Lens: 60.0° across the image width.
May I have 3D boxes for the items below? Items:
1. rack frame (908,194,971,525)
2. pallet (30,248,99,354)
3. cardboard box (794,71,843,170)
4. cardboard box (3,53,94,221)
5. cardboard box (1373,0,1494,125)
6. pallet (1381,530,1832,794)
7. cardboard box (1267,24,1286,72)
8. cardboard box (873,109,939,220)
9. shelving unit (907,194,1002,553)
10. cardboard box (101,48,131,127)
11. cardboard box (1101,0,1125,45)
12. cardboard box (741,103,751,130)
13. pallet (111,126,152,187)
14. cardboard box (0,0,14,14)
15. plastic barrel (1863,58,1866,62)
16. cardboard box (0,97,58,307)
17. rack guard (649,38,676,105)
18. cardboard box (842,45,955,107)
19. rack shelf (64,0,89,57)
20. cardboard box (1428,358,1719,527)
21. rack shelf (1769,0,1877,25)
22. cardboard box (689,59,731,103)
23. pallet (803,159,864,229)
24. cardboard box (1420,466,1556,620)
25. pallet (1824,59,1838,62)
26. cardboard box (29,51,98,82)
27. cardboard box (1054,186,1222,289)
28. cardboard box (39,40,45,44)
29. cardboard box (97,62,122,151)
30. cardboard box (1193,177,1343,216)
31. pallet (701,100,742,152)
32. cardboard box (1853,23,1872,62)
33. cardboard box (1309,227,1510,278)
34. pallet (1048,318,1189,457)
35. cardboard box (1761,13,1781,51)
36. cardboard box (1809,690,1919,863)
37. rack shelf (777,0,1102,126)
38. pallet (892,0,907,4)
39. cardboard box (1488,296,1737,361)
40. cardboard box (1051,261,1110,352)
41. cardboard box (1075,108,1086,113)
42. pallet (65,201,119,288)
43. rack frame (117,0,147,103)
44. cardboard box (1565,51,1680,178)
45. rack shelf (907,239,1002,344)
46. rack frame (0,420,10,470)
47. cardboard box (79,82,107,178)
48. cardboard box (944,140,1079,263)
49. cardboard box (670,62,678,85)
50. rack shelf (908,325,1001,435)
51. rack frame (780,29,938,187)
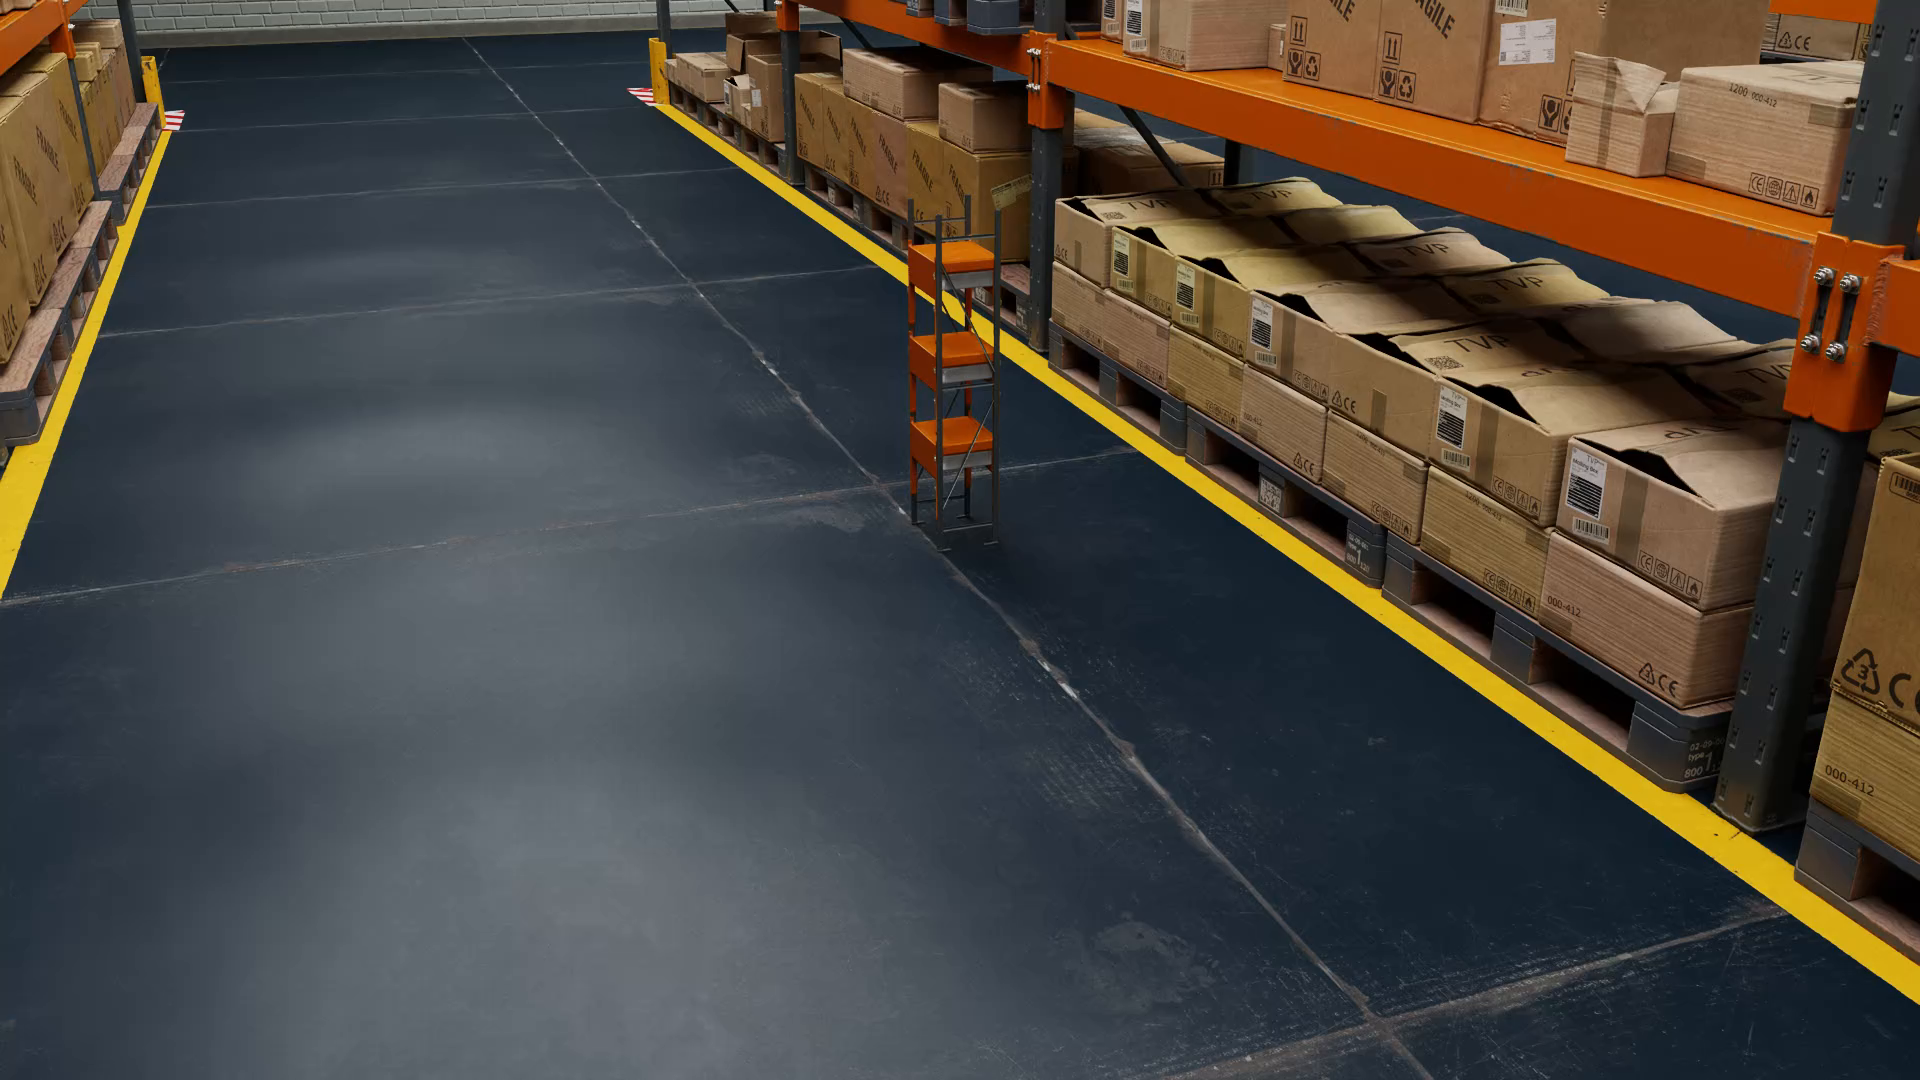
[{"bbox_3d":[-0.062,-0.548,5.197,0.200,1.050,0.008,-8,24,-19],"label":"rack frame"},{"bbox_3d":[-4.482,-1.040,7.446,1.003,0.211,1.213,-8,24,-19],"label":"pallet"},{"bbox_3d":[-0.684,-2.562,10.118,0.500,0.500,0.500,-9,25,-21],"label":"cardboard box"},{"bbox_3d":[-4.908,-2.024,8.417,0.750,0.750,0.750,-8,24,-18],"label":"cardboard box"},{"bbox_3d":[1.581,-1.514,4.852,0.500,0.500,0.500,-8,24,-19],"label":"cardboard box"},{"bbox_3d":[1.903,0.209,4.482,1.003,0.211,1.213,-8,24,-19],"label":"pallet"},{"bbox_3d":[1.290,-1.695,5.734,0.380,0.149,0.250,-7,24,-15],"label":"cardboard box"},{"bbox_3d":[-0.137,-2.003,8.793,0.500,0.500,0.500,-9,25,-21],"label":"cardboard box"},{"bbox_3d":[-0.019,-0.503,5.092,0.215,1.050,0.252,-8,24,-19],"label":"shelving unit"},{"bbox_3d":[-6.155,-3.112,11.449,0.700,0.500,0.500,-8,24,-19],"label":"cardboard box"},{"bbox_3d":[0.874,-2.088,6.456,0.500,0.311,0.500,-7,24,-16],"label":"cardboard box"},{"bbox_3d":[-1.282,-2.905,11.385,0.380,0.149,0.250,-8,24,-19],"label":"cardboard box"},{"bbox_3d":[-5.890,-2.485,10.875,1.003,0.211,1.213,-8,24,-19],"label":"pallet"},{"bbox_3d":[-4.542,-2.474,7.556,0.380,0.149,0.250,-8,24,-19],"label":"cardboard box"},{"bbox_3d":[5.233,-2.314,9.132,0.600,0.830,0.708,-8,24,-19],"label":"plastic barrel"},{"bbox_3d":[-4.287,-1.393,6.920,0.750,0.750,0.750,-8,24,-19],"label":"cardboard box"},{"bbox_3d":[-2.013,-3.994,14.083,1.175,0.500,0.348,-8,24,-19],"label":"rack guard"},{"bbox_3d":[-0.330,-2.544,9.111,0.500,0.250,0.500,-8,24,-19],"label":"cardboard box"},{"bbox_3d":[-5.966,-3.434,10.463,1.077,0.370,4.000,-8,24,-19],"label":"rack shelf"},{"bbox_3d":[1.599,-0.294,4.364,0.500,0.311,0.500,-8,24,-18],"label":"cardboard box"},{"bbox_3d":[4.715,-3.340,10.239,1.077,0.370,4.000,-8,24,-19],"label":"rack shelf"},{"bbox_3d":[-1.760,-3.510,12.688,0.500,0.250,0.500,-8,24,-19],"label":"cardboard box"},{"bbox_3d":[-0.304,-2.145,10.067,1.003,0.211,1.213,-8,24,-19],"label":"pallet"},{"bbox_3d":[1.605,-0.035,4.470,0.500,0.250,0.500,-9,24,-20],"label":"cardboard box"},{"bbox_3d":[8.447,-4.080,14.659,1.003,0.211,1.213,-8,24,-19],"label":"pallet"},{"bbox_3d":[-5.378,-2.815,9.910,0.380,0.149,0.250,-8,24,-17],"label":"cardboard box"},{"bbox_3d":[0.697,-1.221,6.563,0.500,0.311,0.500,-7,24,-17],"label":"cardboard box"},{"bbox_3d":[-6.113,-3.150,10.704,0.380,0.149,0.250,-8,24,-18],"label":"cardboard box"},{"bbox_3d":[-5.781,-2.736,10.558,0.700,0.500,0.500,-8,24,-18],"label":"cardboard box"},{"bbox_3d":[1.202,-1.295,6.739,0.500,0.311,0.500,-8,24,-18],"label":"cardboard box"},{"bbox_3d":[-1.303,-3.129,12.402,1.003,0.211,1.213,-8,24,-19],"label":"pallet"},{"bbox_3d":[8.484,-4.543,14.362,0.875,0.875,0.875,-8,24,-19],"label":"cardboard box"},{"bbox_3d":[1.567,-0.924,5.857,0.500,0.311,0.500,-9,24,-19],"label":"cardboard box"},{"bbox_3d":[1.041,-0.677,6.586,1.003,0.211,1.213,-8,24,-19],"label":"pallet"},{"bbox_3d":[7.852,-5.194,15.905,0.875,0.875,0.875,-8,24,-19],"label":"cardboard box"},{"bbox_3d":[2.080,0.470,3.272,0.500,0.250,0.500,-8,24,-19],"label":"cardboard box"},{"bbox_3d":[0.080,-2.662,8.630,1.077,0.370,4.000,-8,24,-19],"label":"rack shelf"},{"bbox_3d":[0.095,-2.884,8.479,1.003,0.211,1.213,-8,24,-19],"label":"pallet"},{"bbox_3d":[1.931,-0.553,4.978,0.500,0.311,0.500,-9,25,-21],"label":"cardboard box"},{"bbox_3d":[0.697,-0.963,6.672,0.500,0.250,0.500,-8,24,-19],"label":"cardboard box"},{"bbox_3d":[0.341,-2.084,8.984,0.500,0.500,0.500,-9,25,-21],"label":"cardboard box"},{"bbox_3d":[-4.916,-1.484,8.500,1.003,0.211,1.213,-8,24,-19],"label":"pallet"},{"bbox_3d":[-6.673,-4.493,12.047,1.000,3.000,0.127,-8,24,-19],"label":"rack frame"},{"bbox_3d":[1.717,-1.046,4.042,0.396,0.266,0.258,-9,24,-20],"label":"cardboard box"},{"bbox_3d":[-0.019,-0.755,4.986,0.215,0.259,0.240,-8,24,-19],"label":"rack shelf"},{"bbox_3d":[-3.846,-1.586,5.151,1.000,3.000,0.127,-8,24,-19],"label":"rack frame"},{"bbox_3d":[-5.428,-2.367,9.681,0.700,0.500,0.500,-8,24,-18],"label":"cardboard box"},{"bbox_3d":[0.237,-1.625,7.896,0.500,0.500,0.500,-7,24,-17],"label":"cardboard box"},{"bbox_3d":[-2.125,-3.781,13.439,0.380,0.166,0.250,-8,24,-19],"label":"cardboard box"},{"bbox_3d":[-0.019,-0.493,5.096,0.215,0.259,0.240,-8,24,-19],"label":"rack shelf"},{"bbox_3d":[-0.627,-3.720,10.215,1.000,3.000,0.127,-8,24,-19],"label":"rack frame"}]
